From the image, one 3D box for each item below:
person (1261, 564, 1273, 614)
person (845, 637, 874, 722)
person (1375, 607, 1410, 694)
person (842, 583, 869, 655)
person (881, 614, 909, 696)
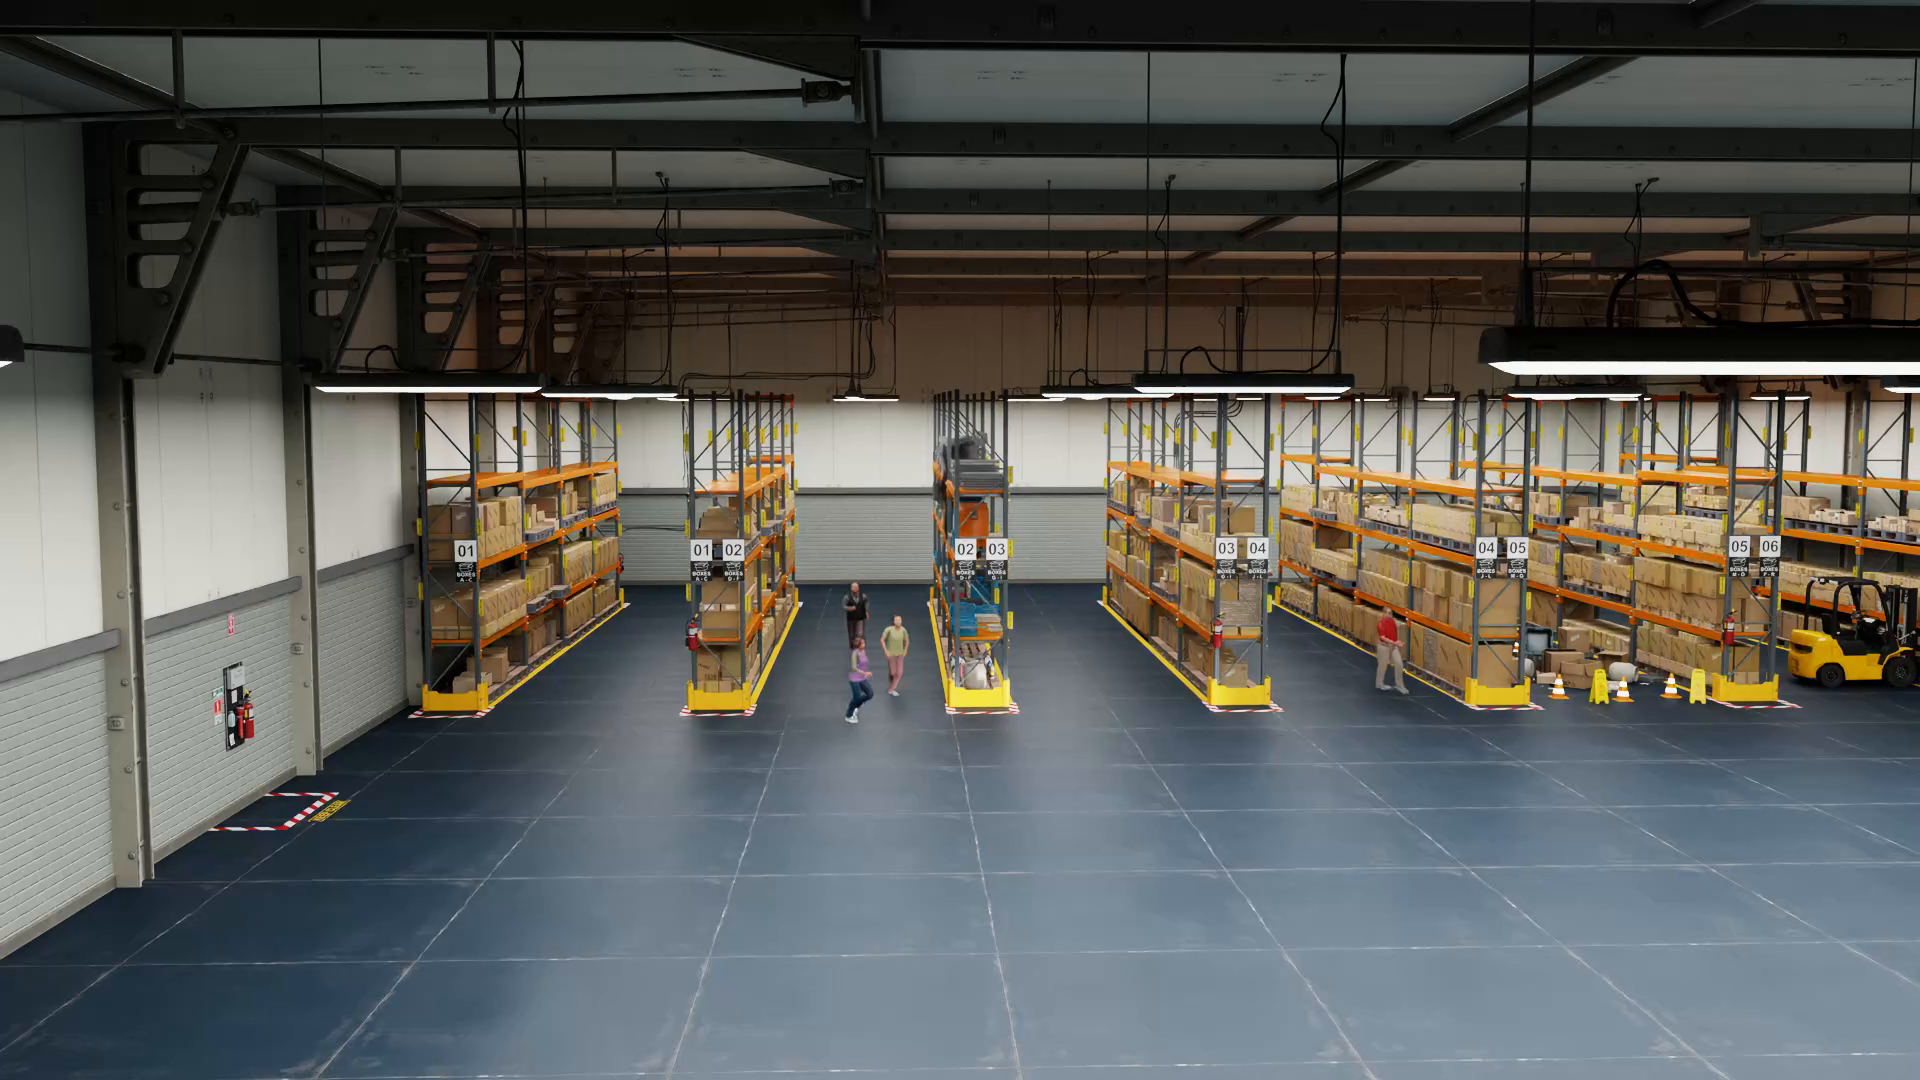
[{"bbox_3d":[8.161,1.193,45.011,0.556,1.710,0.900,0,5,-6],"label":"person"},{"bbox_3d":[-1.789,2.507,29.850,0.633,1.554,0.518,3,5,28],"label":"person"},{"bbox_3d":[8.497,2.185,32.957,0.656,1.754,0.726,-3,5,-30],"label":"person"},{"bbox_3d":[-2.335,1.829,37.127,0.615,1.776,0.867,0,5,-4],"label":"person"},{"bbox_3d":[-1.291,2.252,32.839,0.581,1.608,0.557,-1,5,-16],"label":"person"}]
